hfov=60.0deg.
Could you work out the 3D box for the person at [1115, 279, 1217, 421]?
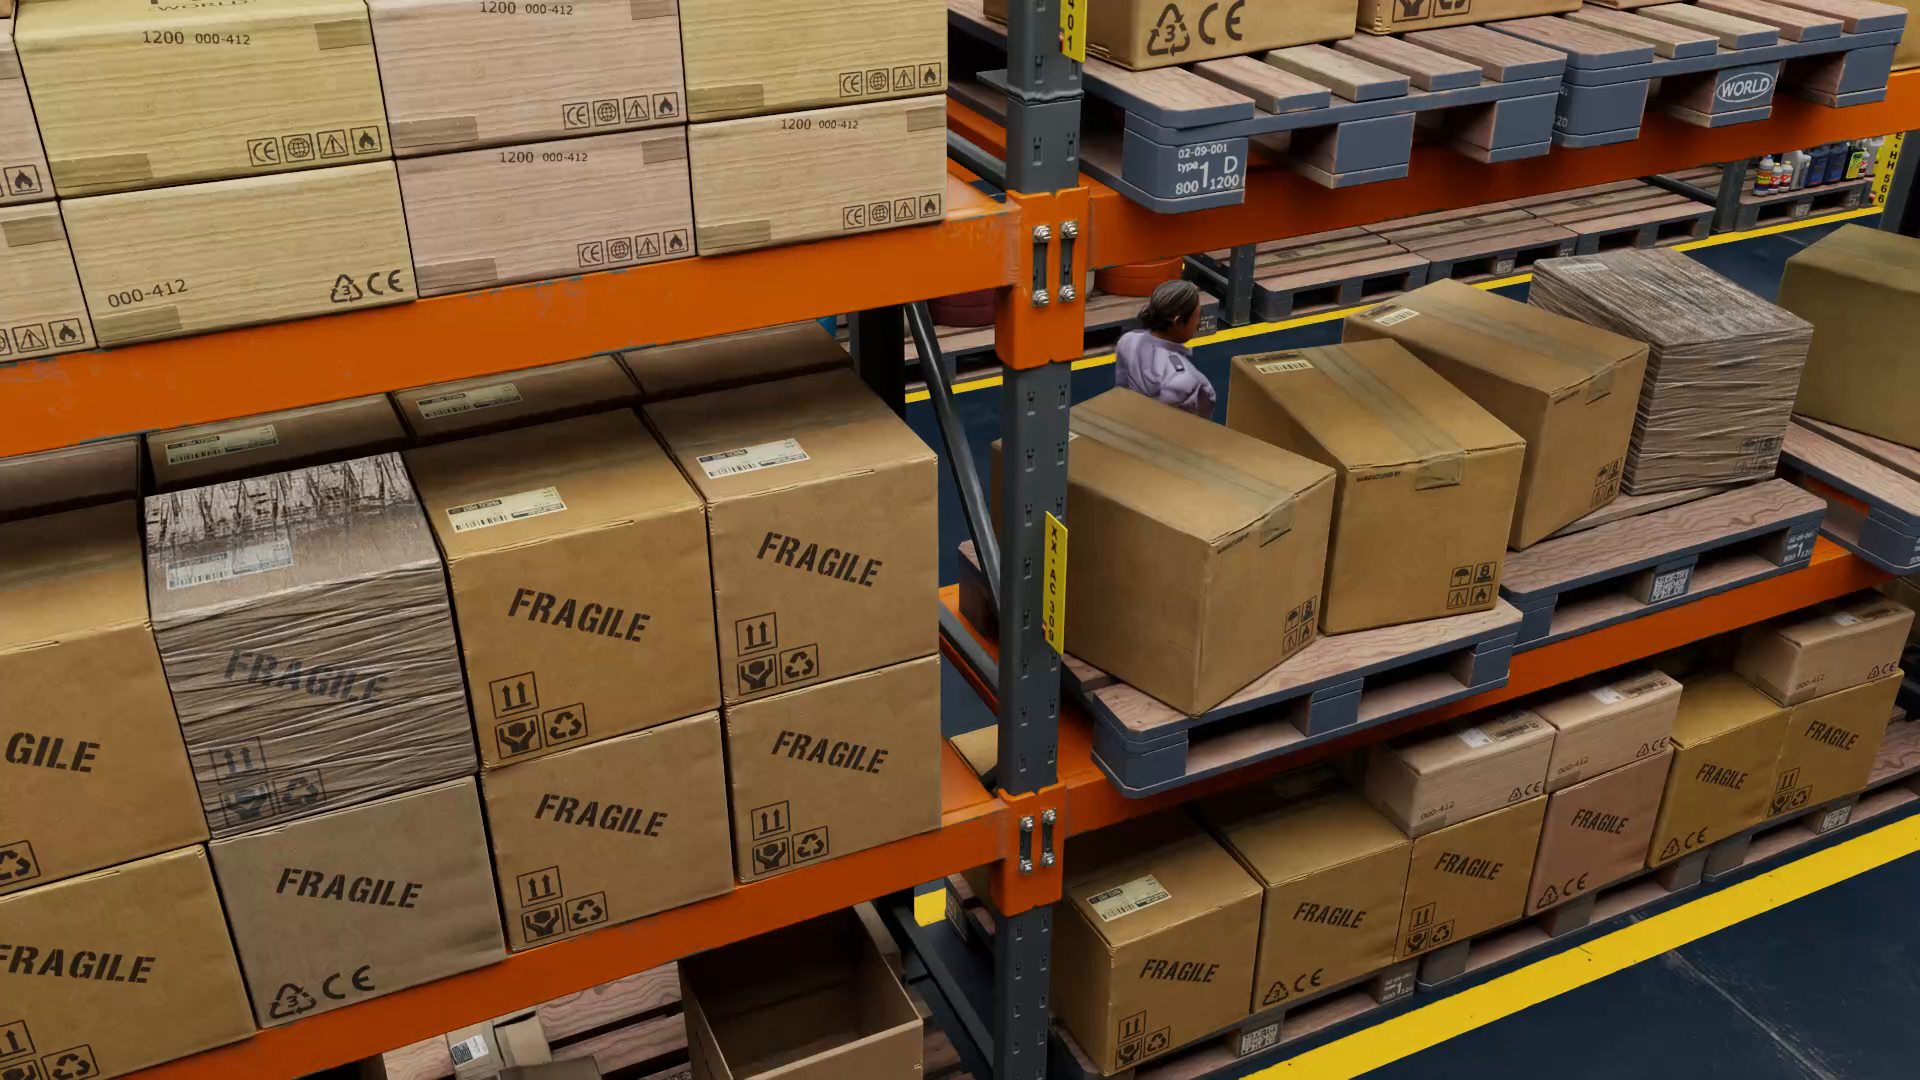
[{"bbox_3d":[0.828,-0.255,6.561,0.504,1.663,0.509,-14,32,-22],"label":"person"}]
